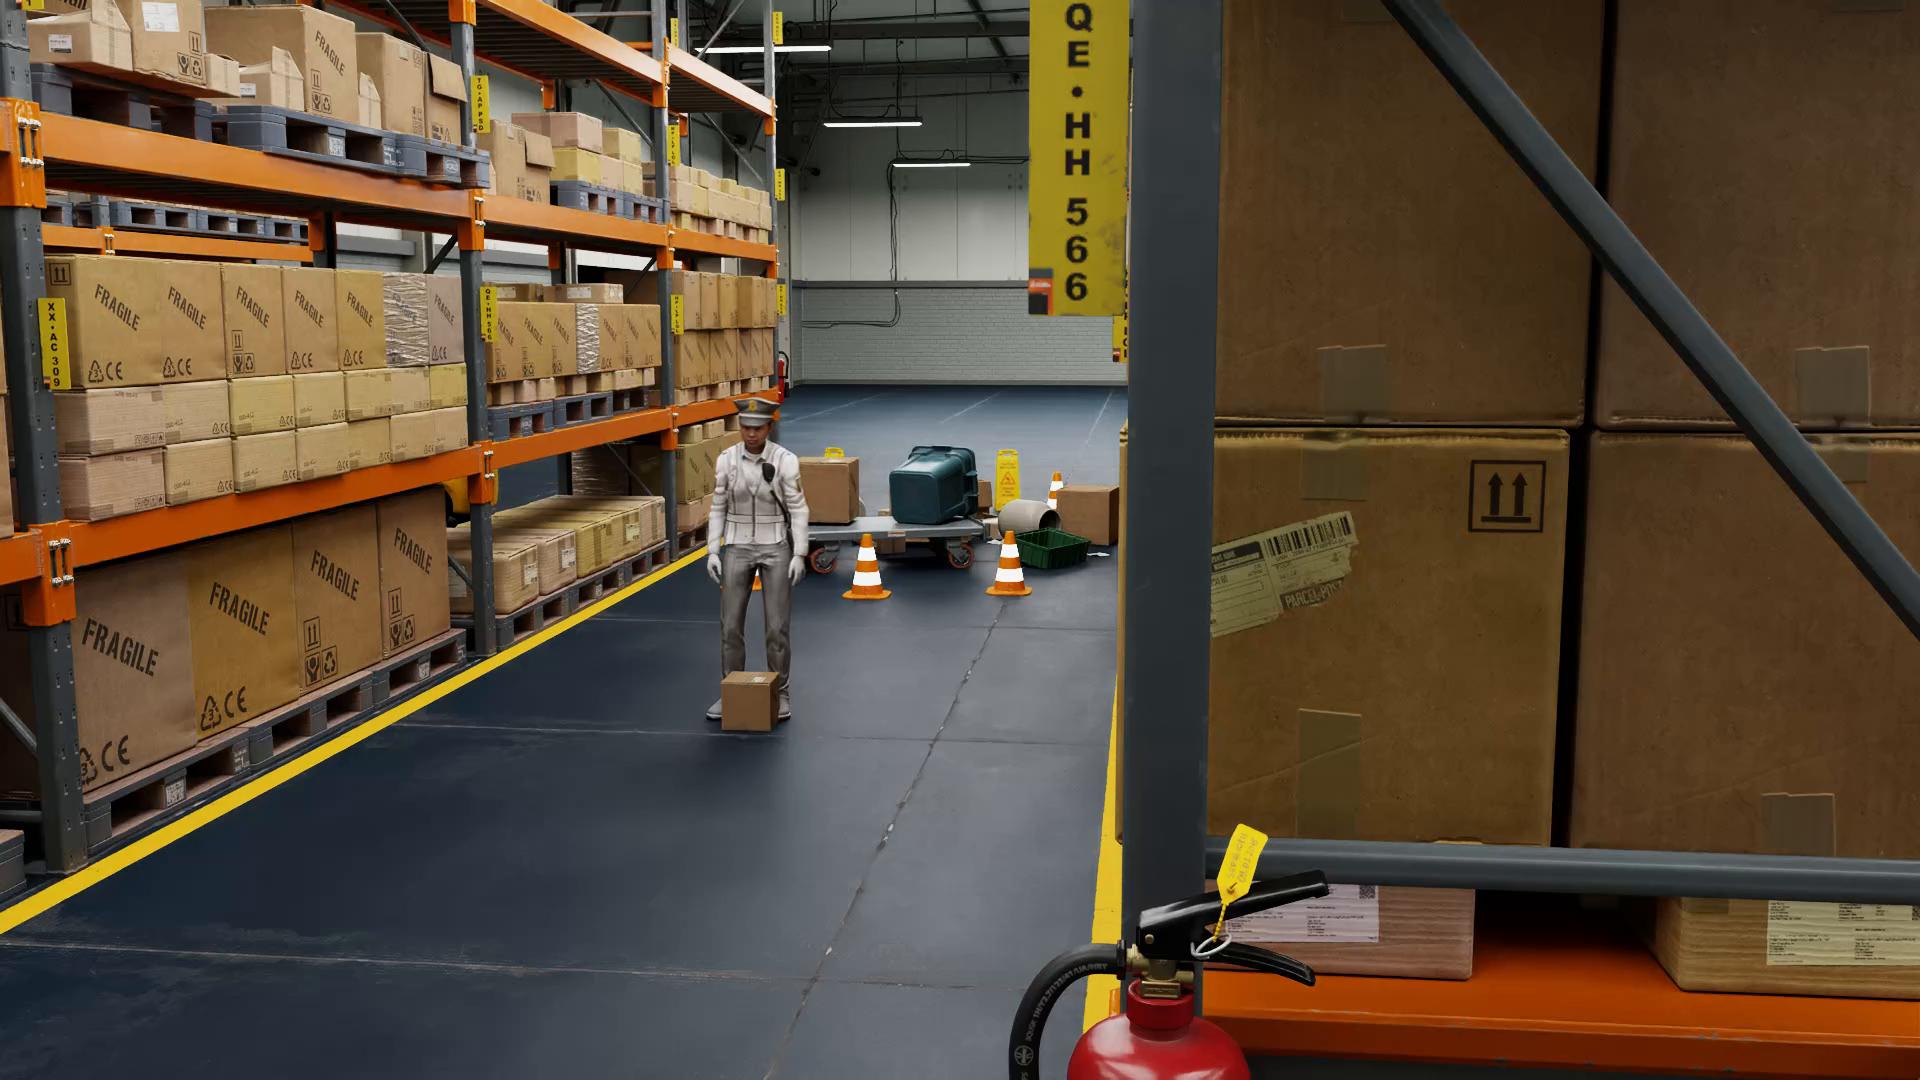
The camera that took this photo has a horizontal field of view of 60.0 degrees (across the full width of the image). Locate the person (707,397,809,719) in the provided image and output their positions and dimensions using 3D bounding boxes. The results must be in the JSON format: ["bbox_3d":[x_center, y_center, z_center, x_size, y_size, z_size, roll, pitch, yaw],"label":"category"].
[{"bbox_3d":[-1.049,0.090,8.618,0.532,1.663,0.378,1,8,6],"label":"person"}]
